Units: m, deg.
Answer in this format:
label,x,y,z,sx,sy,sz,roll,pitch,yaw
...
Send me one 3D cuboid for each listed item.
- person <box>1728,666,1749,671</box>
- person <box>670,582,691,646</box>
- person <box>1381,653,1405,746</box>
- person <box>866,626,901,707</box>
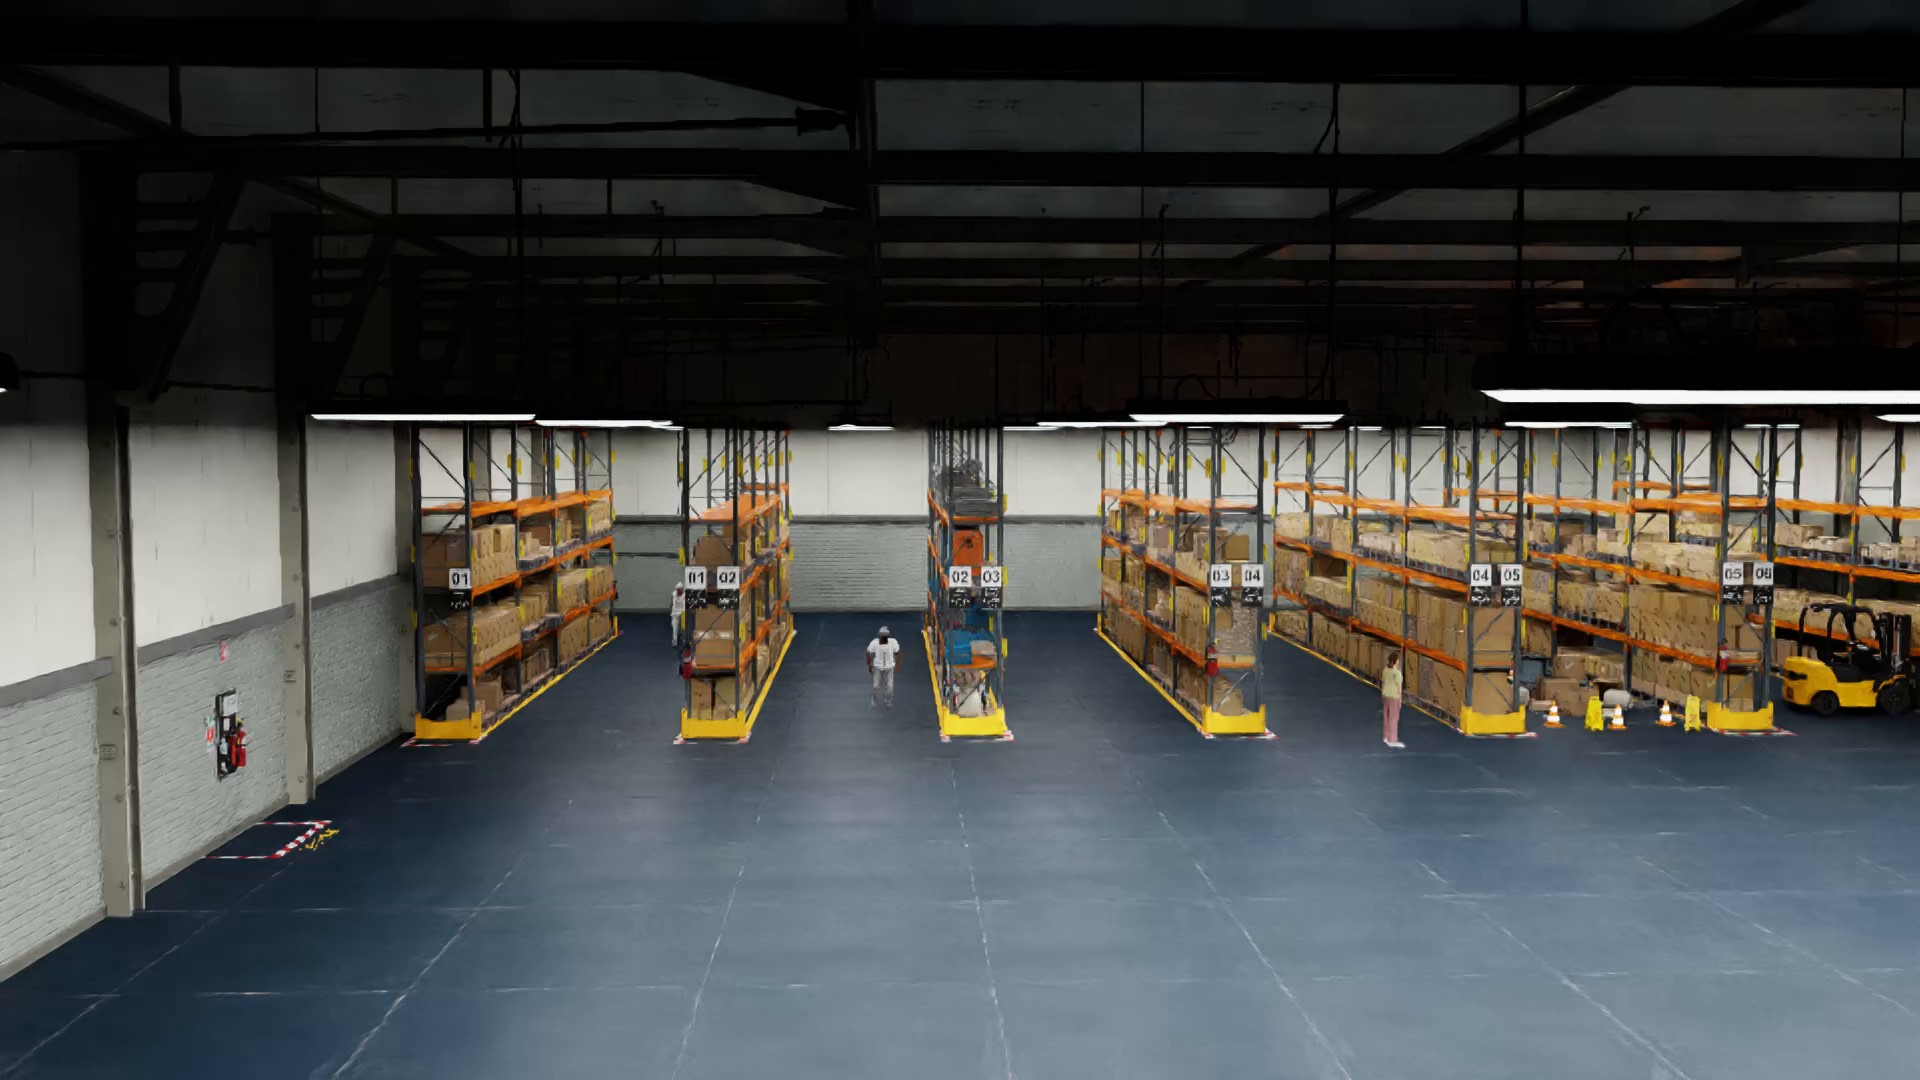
label,x,y,z,sx,sy,sz,roll,pitch,yaw
person,16.621,2.532,35.480,0.450,1.727,0.584,-3,4,-34
person,-7.475,1.957,44.451,0.563,1.707,1.127,0,4,-5
person,7.914,2.902,30.305,0.454,1.658,0.539,-2,4,-30
person,-1.590,2.626,34.451,0.708,1.714,0.578,0,4,-5
